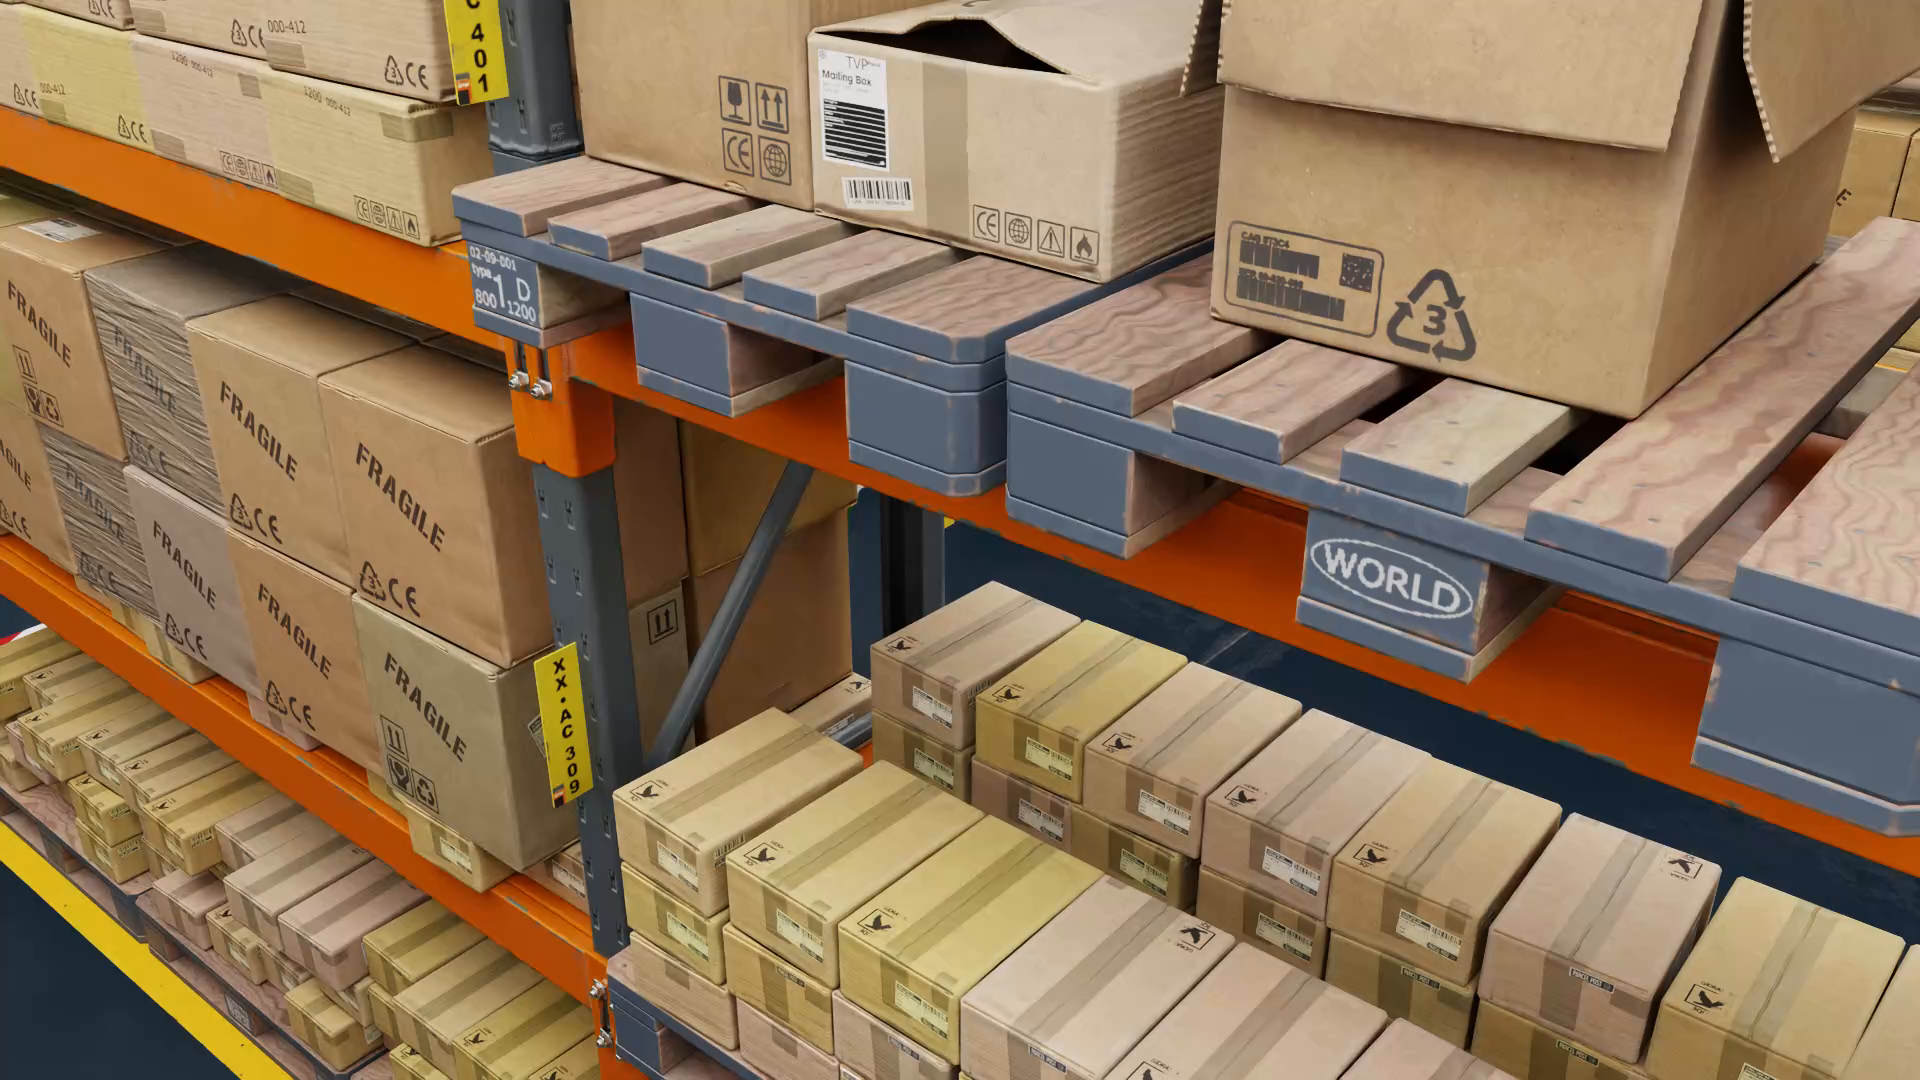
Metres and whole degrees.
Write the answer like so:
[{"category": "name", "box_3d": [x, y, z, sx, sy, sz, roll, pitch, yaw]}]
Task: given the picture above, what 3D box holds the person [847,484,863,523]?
[{"category": "person", "box_3d": [-0.754, -0.157, 6.623, 0.784, 1.581, 0.484, 20, 33, 33]}]
